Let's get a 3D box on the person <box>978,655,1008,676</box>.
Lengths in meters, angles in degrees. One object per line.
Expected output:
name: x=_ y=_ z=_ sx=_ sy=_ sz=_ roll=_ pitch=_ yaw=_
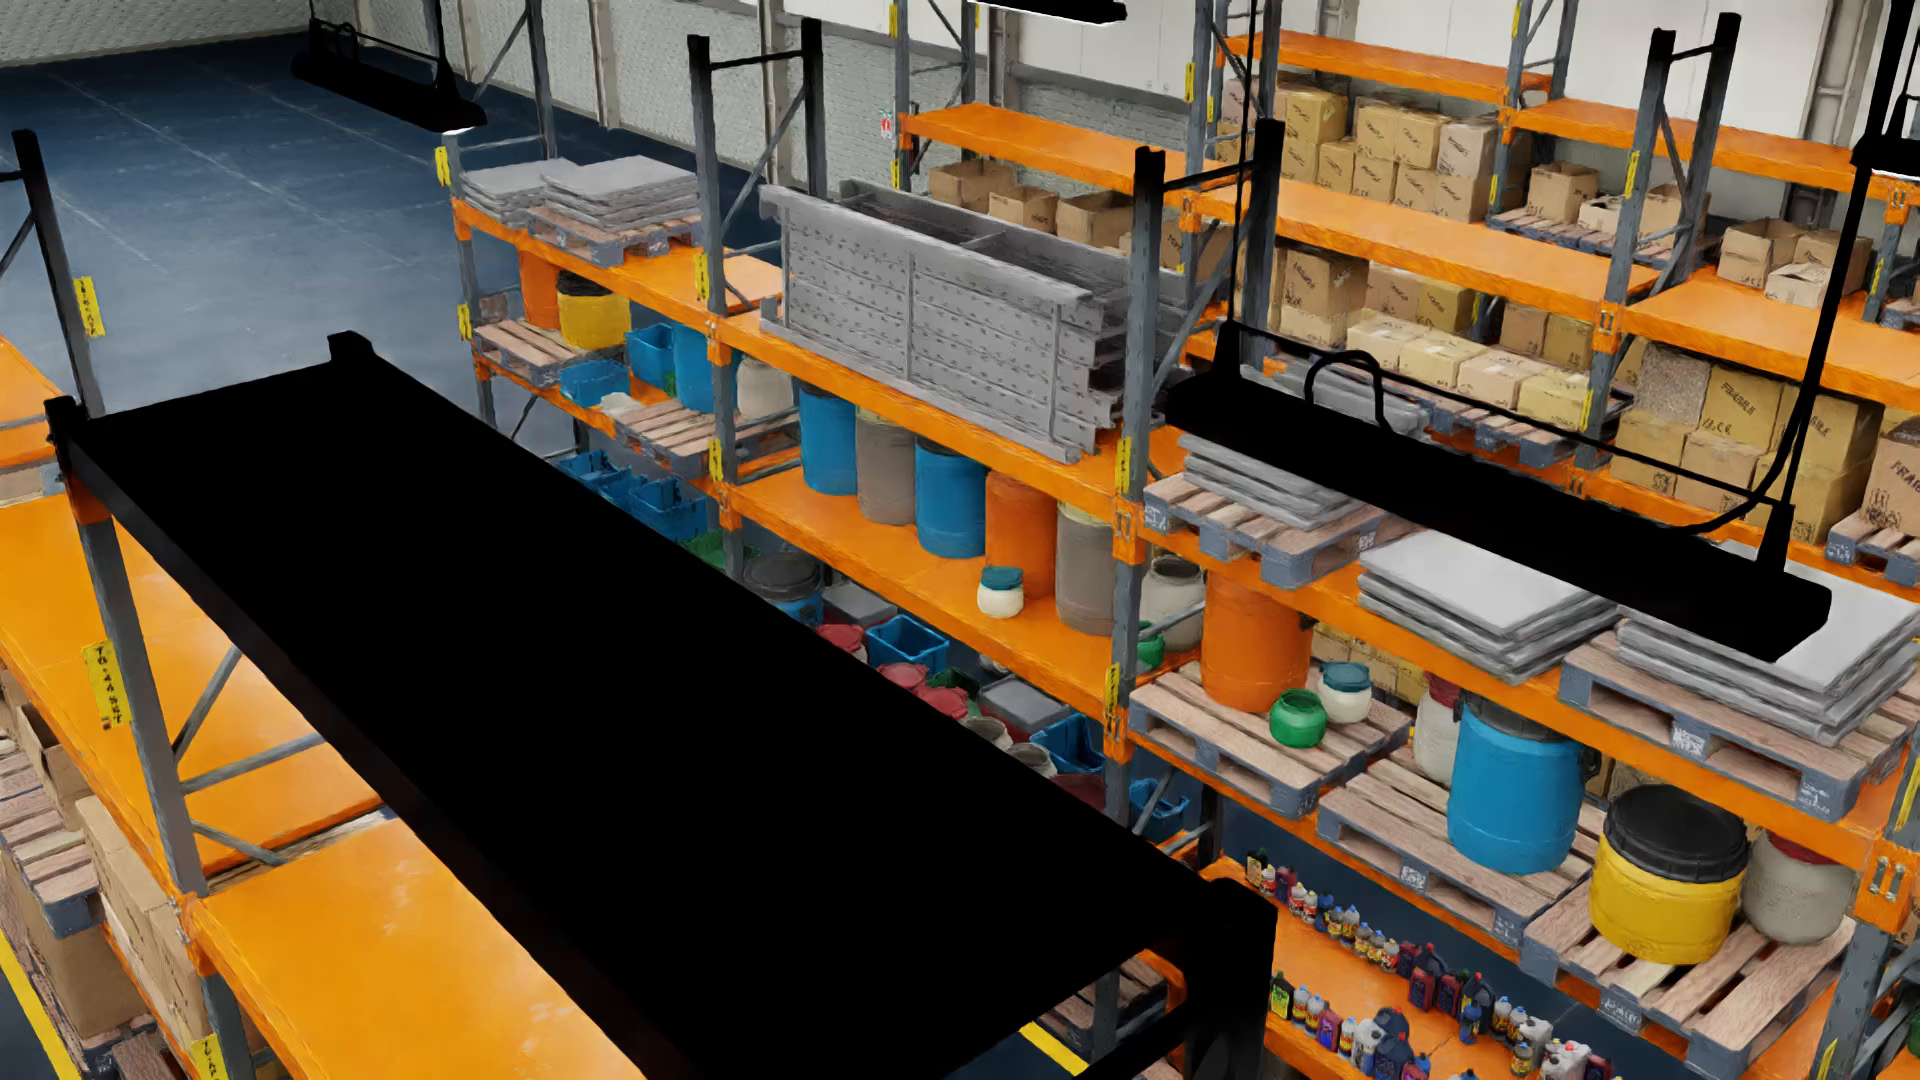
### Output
person: x=0.683 y=0.530 z=14.614 sx=0.556 sy=1.709 sz=1.127 roll=-23 pitch=35 yaw=-38
